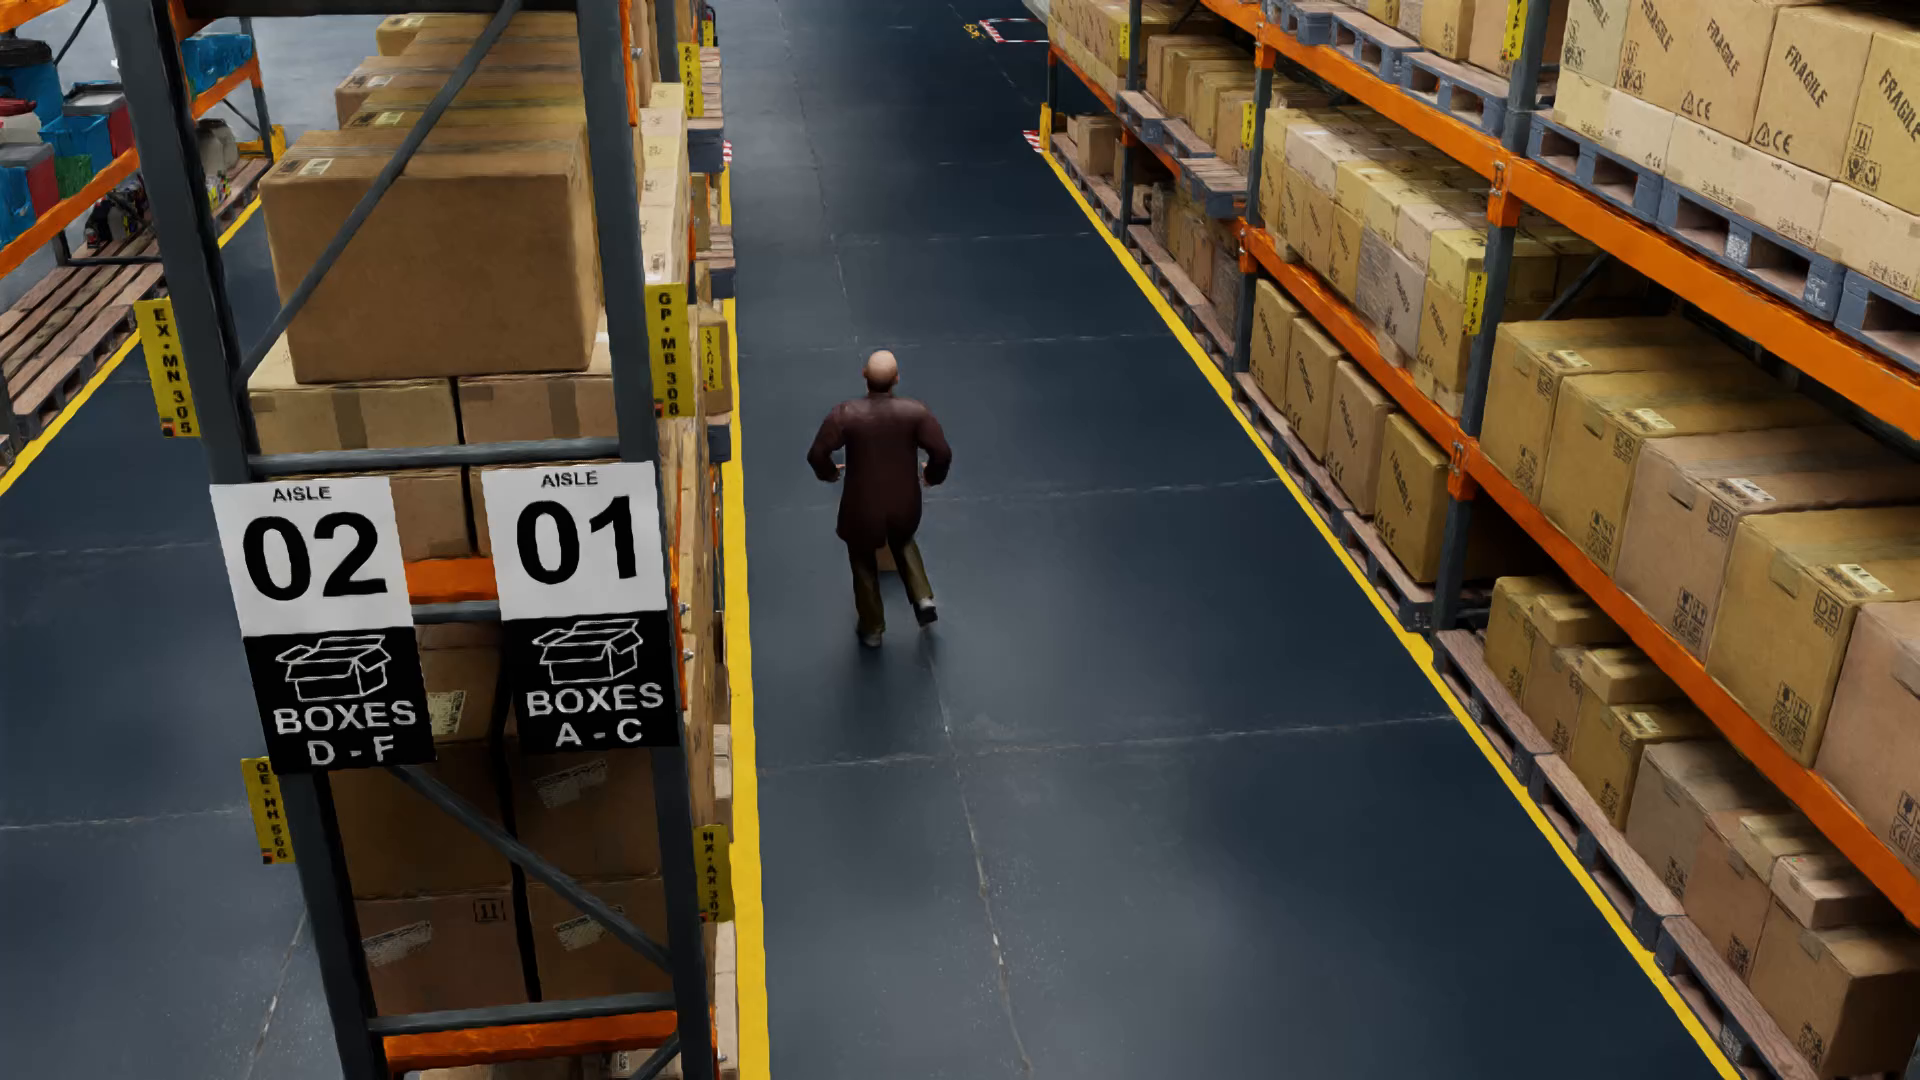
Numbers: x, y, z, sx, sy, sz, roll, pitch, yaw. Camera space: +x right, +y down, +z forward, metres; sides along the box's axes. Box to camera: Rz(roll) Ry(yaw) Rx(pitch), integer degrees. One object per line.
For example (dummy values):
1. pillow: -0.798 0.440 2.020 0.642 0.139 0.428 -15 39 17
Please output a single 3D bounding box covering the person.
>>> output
1. person: -0.456 -0.234 9.139 0.772 1.744 0.524 -7 28 -14
